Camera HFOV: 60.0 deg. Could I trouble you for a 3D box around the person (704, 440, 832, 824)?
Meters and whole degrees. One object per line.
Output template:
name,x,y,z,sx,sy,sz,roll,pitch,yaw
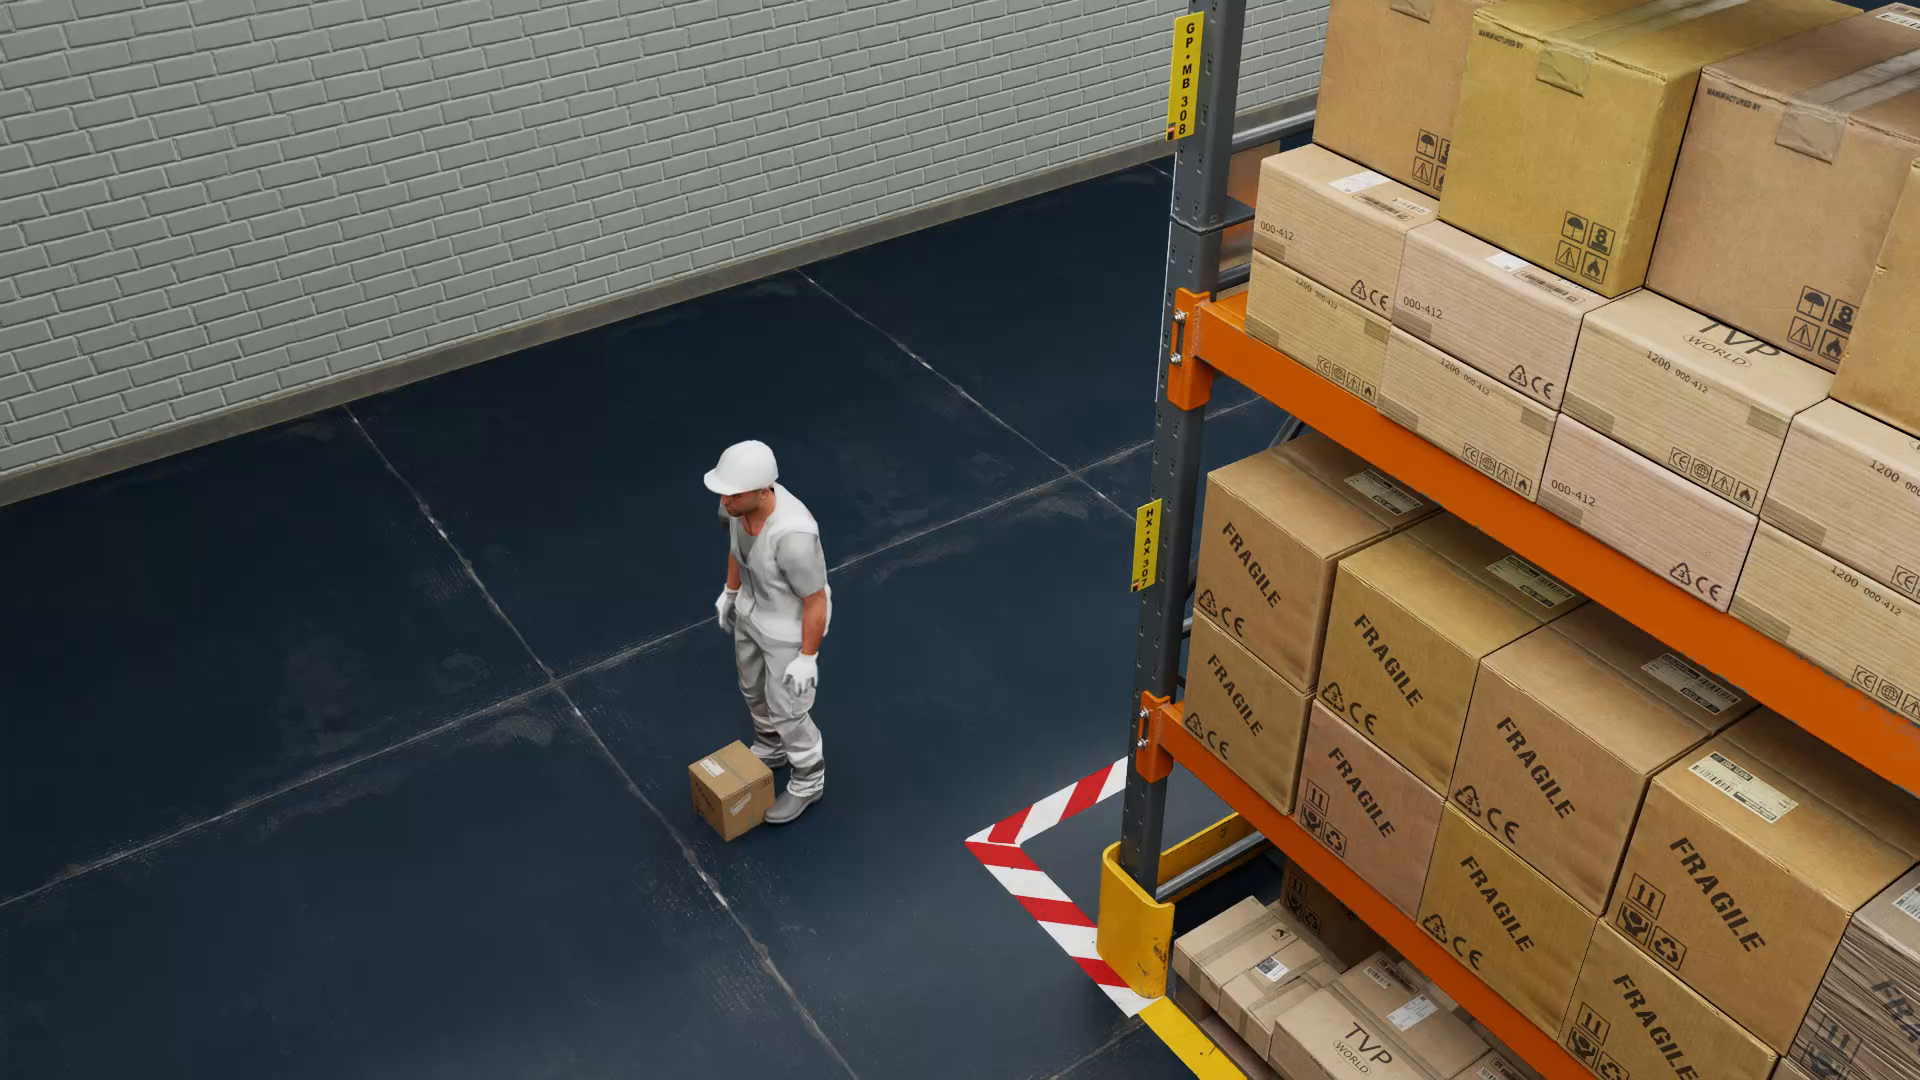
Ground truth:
person,-0.741,0.348,6.511,0.445,1.780,0.620,-25,43,-30
